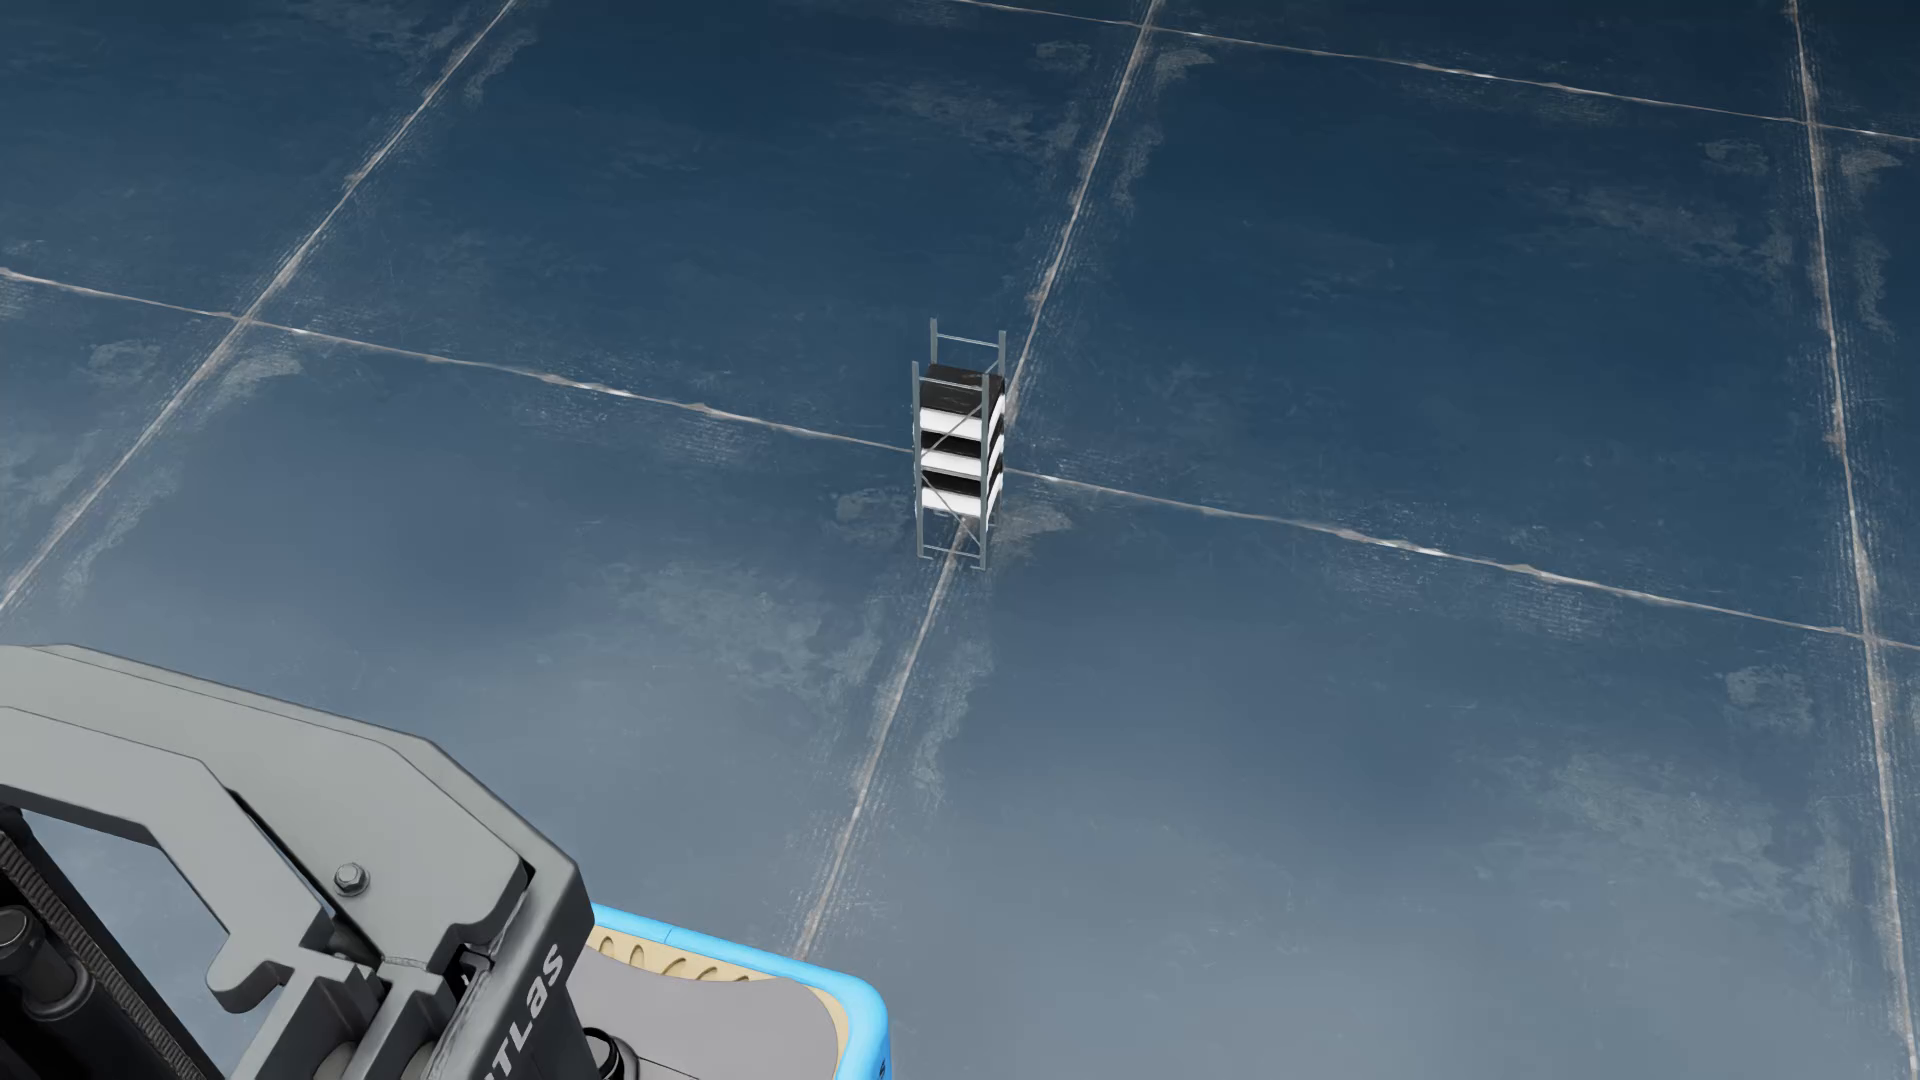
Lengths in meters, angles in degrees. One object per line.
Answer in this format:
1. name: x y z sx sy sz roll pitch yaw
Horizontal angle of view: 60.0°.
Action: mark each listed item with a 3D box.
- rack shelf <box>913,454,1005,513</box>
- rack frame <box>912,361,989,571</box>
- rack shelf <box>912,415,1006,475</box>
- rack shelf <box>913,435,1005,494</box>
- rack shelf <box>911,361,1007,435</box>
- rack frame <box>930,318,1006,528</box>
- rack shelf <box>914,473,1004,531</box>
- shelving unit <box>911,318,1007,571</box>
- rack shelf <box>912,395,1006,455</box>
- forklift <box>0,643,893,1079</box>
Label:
1. rack shelf: -0.002 -0.210 5.500 0.258 0.077 0.200 12 50 10
2. rack frame: -0.029 -0.218 5.343 0.240 0.900 0.006 12 50 10
3. rack shelf: -0.002 -0.329 5.365 0.258 0.077 0.200 12 50 10
4. rack shelf: -0.002 -0.270 5.432 0.258 0.077 0.200 12 50 10
5. rack shelf: -0.002 -0.449 5.230 0.258 0.077 0.200 12 50 10
6. rack frame: 0.025 -0.365 5.472 0.240 0.900 0.006 12 50 10
7. rack shelf: -0.002 -0.151 5.567 0.258 0.077 0.200 12 50 10
8. shelving unit: -0.002 -0.292 5.407 0.258 0.900 0.210 12 50 10
9. rack shelf: -0.002 -0.389 5.297 0.258 0.077 0.200 12 50 10
10. forklift: -1.051 1.636 2.351 1.130 2.935 3.031 13 50 11
